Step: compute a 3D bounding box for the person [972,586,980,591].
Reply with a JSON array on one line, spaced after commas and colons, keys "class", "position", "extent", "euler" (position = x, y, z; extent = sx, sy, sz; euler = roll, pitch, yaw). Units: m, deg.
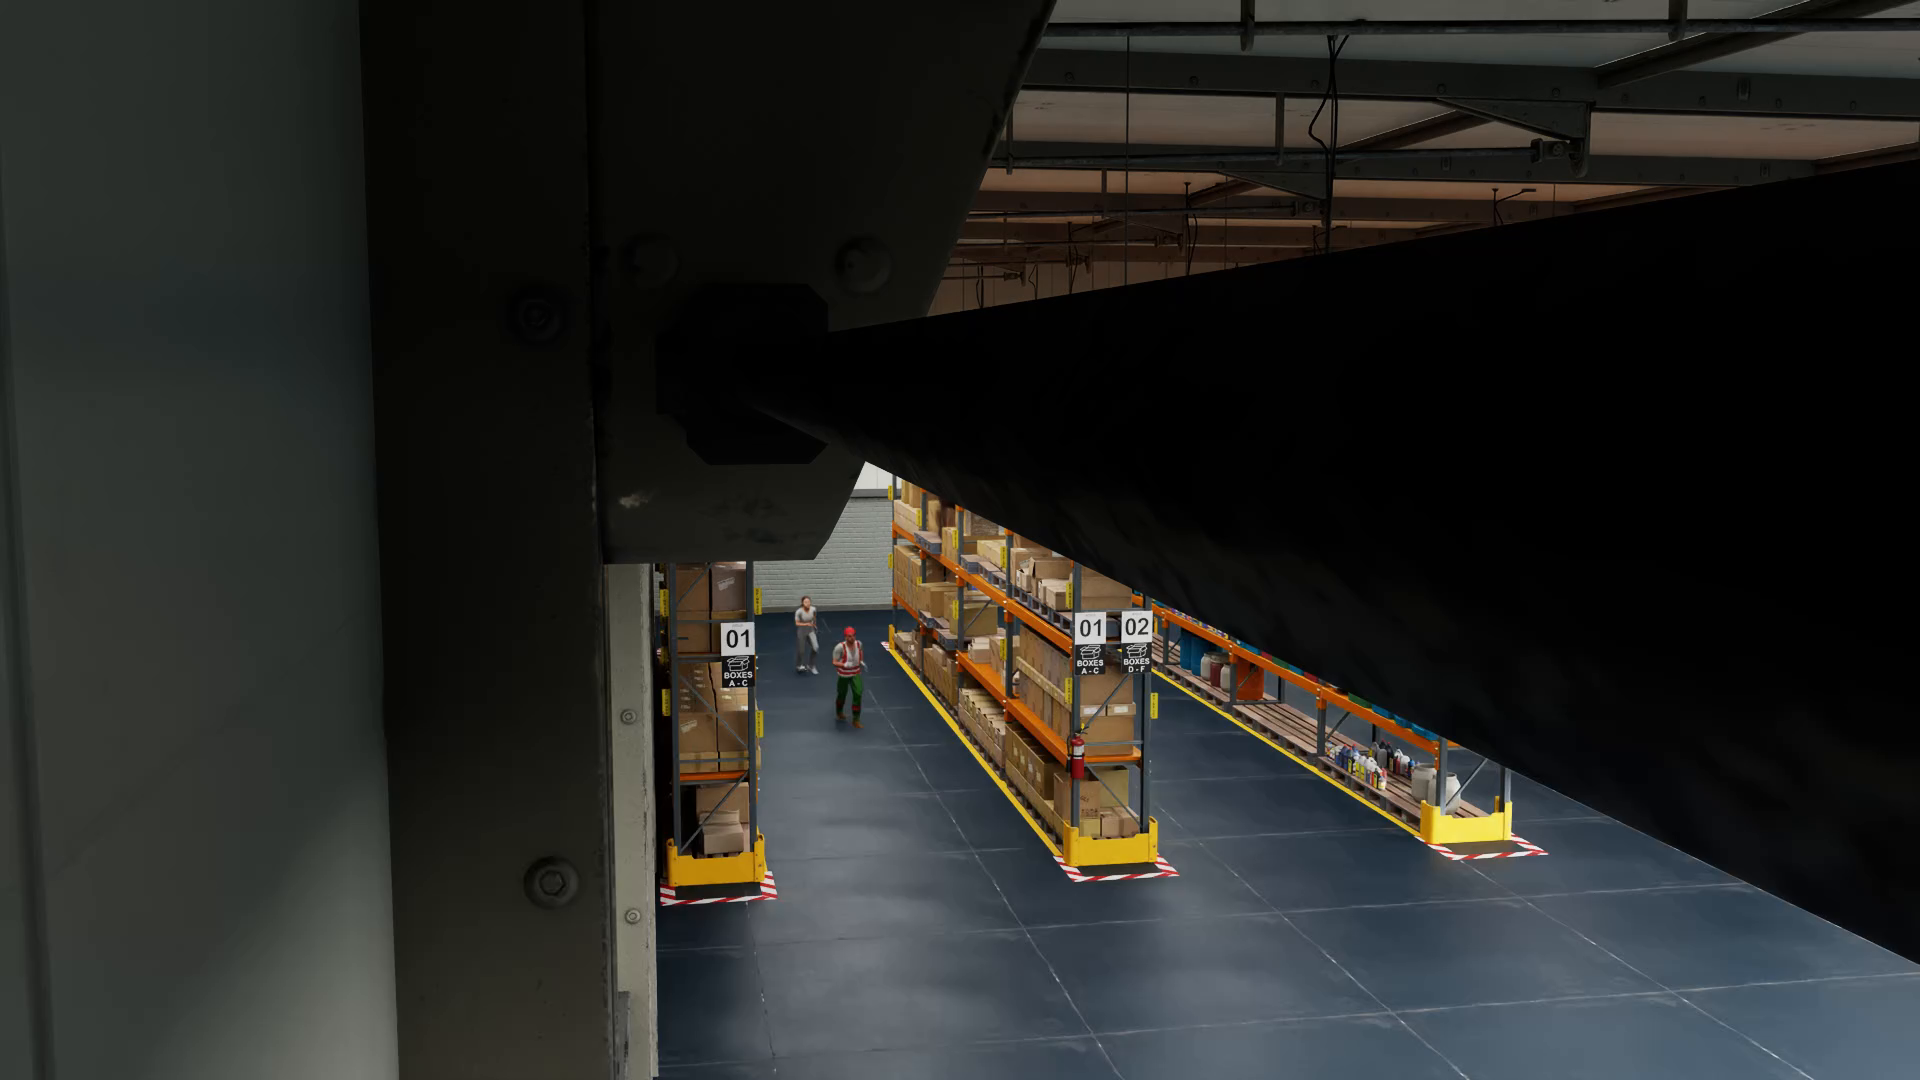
[{"class": "person", "position": [0.454, 1.542, 36.875], "extent": [0.612, 1.641, 0.882], "euler": [-4, 7, -33]}]

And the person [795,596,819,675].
[{"class": "person", "position": [-3.110, 1.904, 33.515], "extent": [0.512, 1.611, 0.906], "euler": [-2, 7, -21]}]

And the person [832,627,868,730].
[{"class": "person", "position": [-1.915, 2.346, 28.769], "extent": [0.687, 1.756, 0.997], "euler": [-2, 7, -19]}]
